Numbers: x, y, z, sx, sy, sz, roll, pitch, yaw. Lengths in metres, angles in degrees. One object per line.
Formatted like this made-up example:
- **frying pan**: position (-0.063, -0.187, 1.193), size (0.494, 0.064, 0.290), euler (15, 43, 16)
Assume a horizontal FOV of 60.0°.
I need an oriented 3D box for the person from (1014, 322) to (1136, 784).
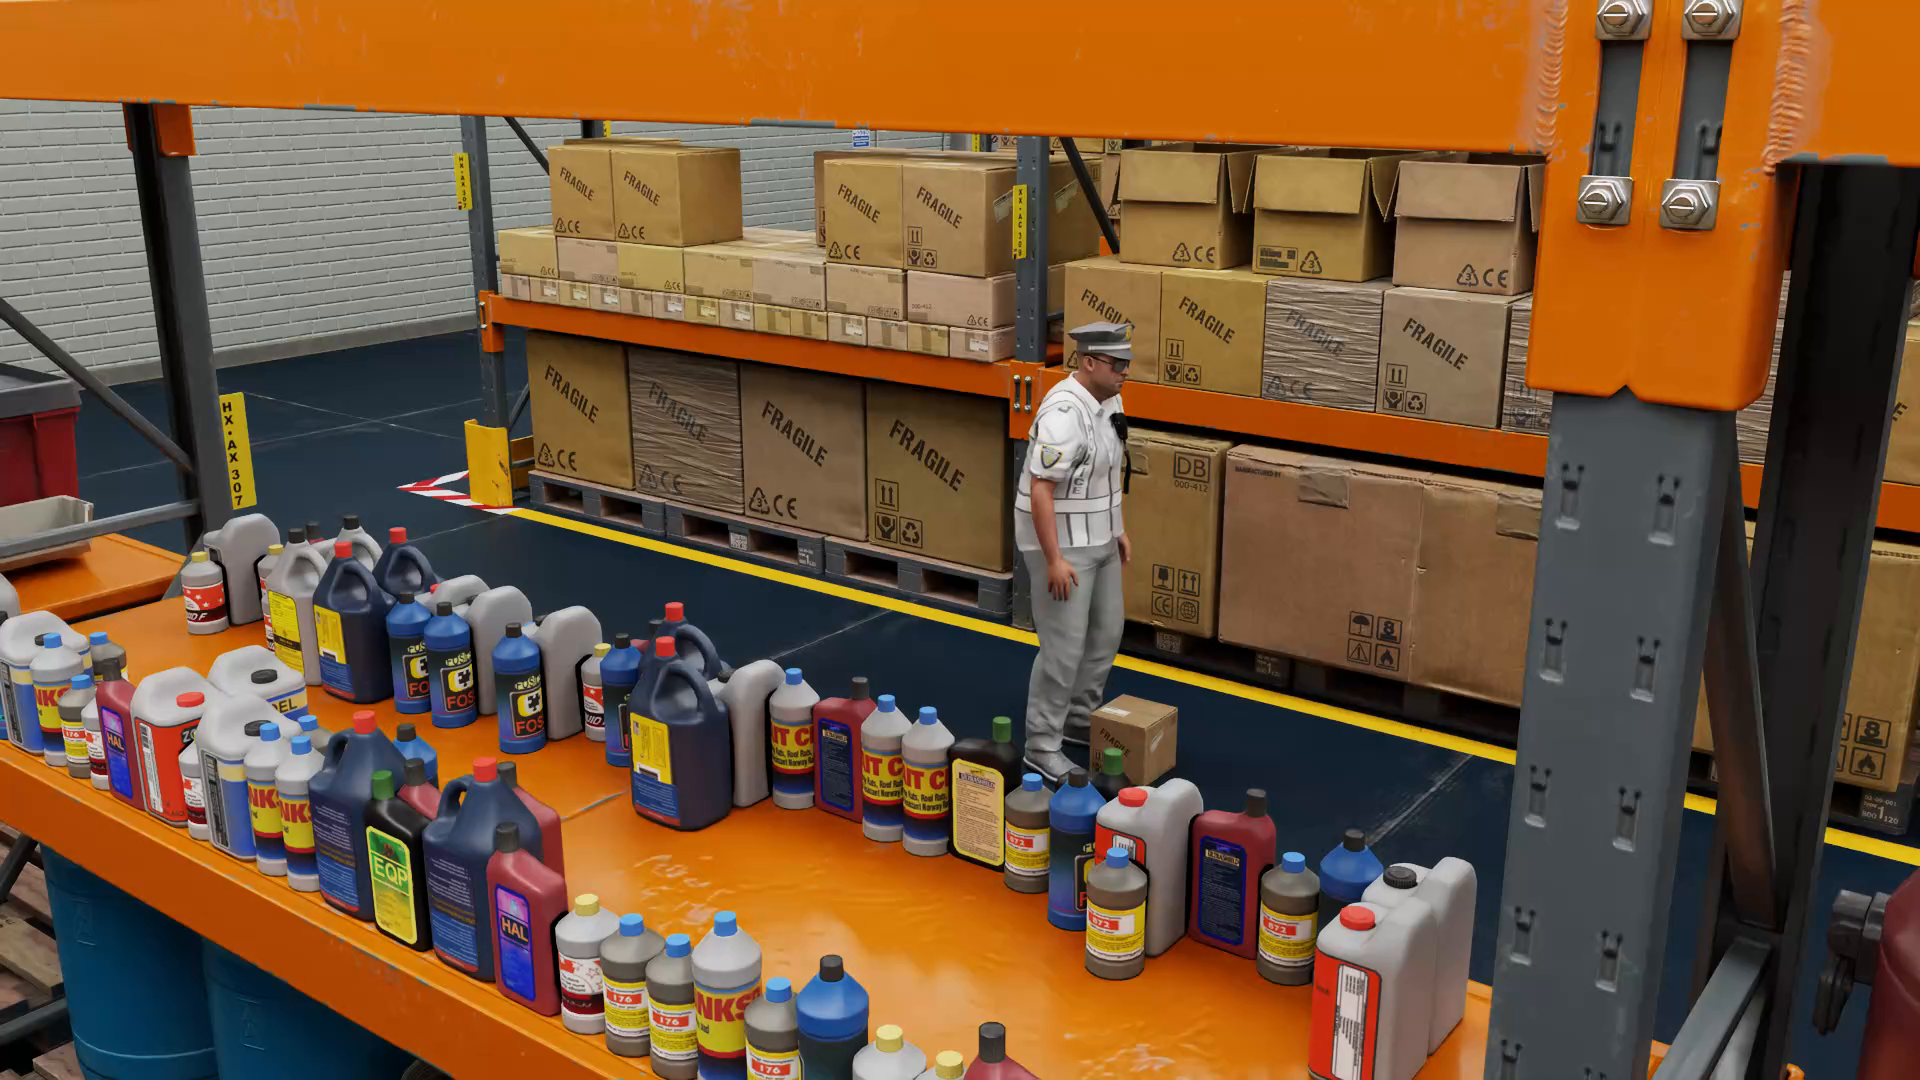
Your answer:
- **person**: position (0.450, 0.021, 6.451), size (0.428, 1.749, 0.603), euler (11, 19, 32)
